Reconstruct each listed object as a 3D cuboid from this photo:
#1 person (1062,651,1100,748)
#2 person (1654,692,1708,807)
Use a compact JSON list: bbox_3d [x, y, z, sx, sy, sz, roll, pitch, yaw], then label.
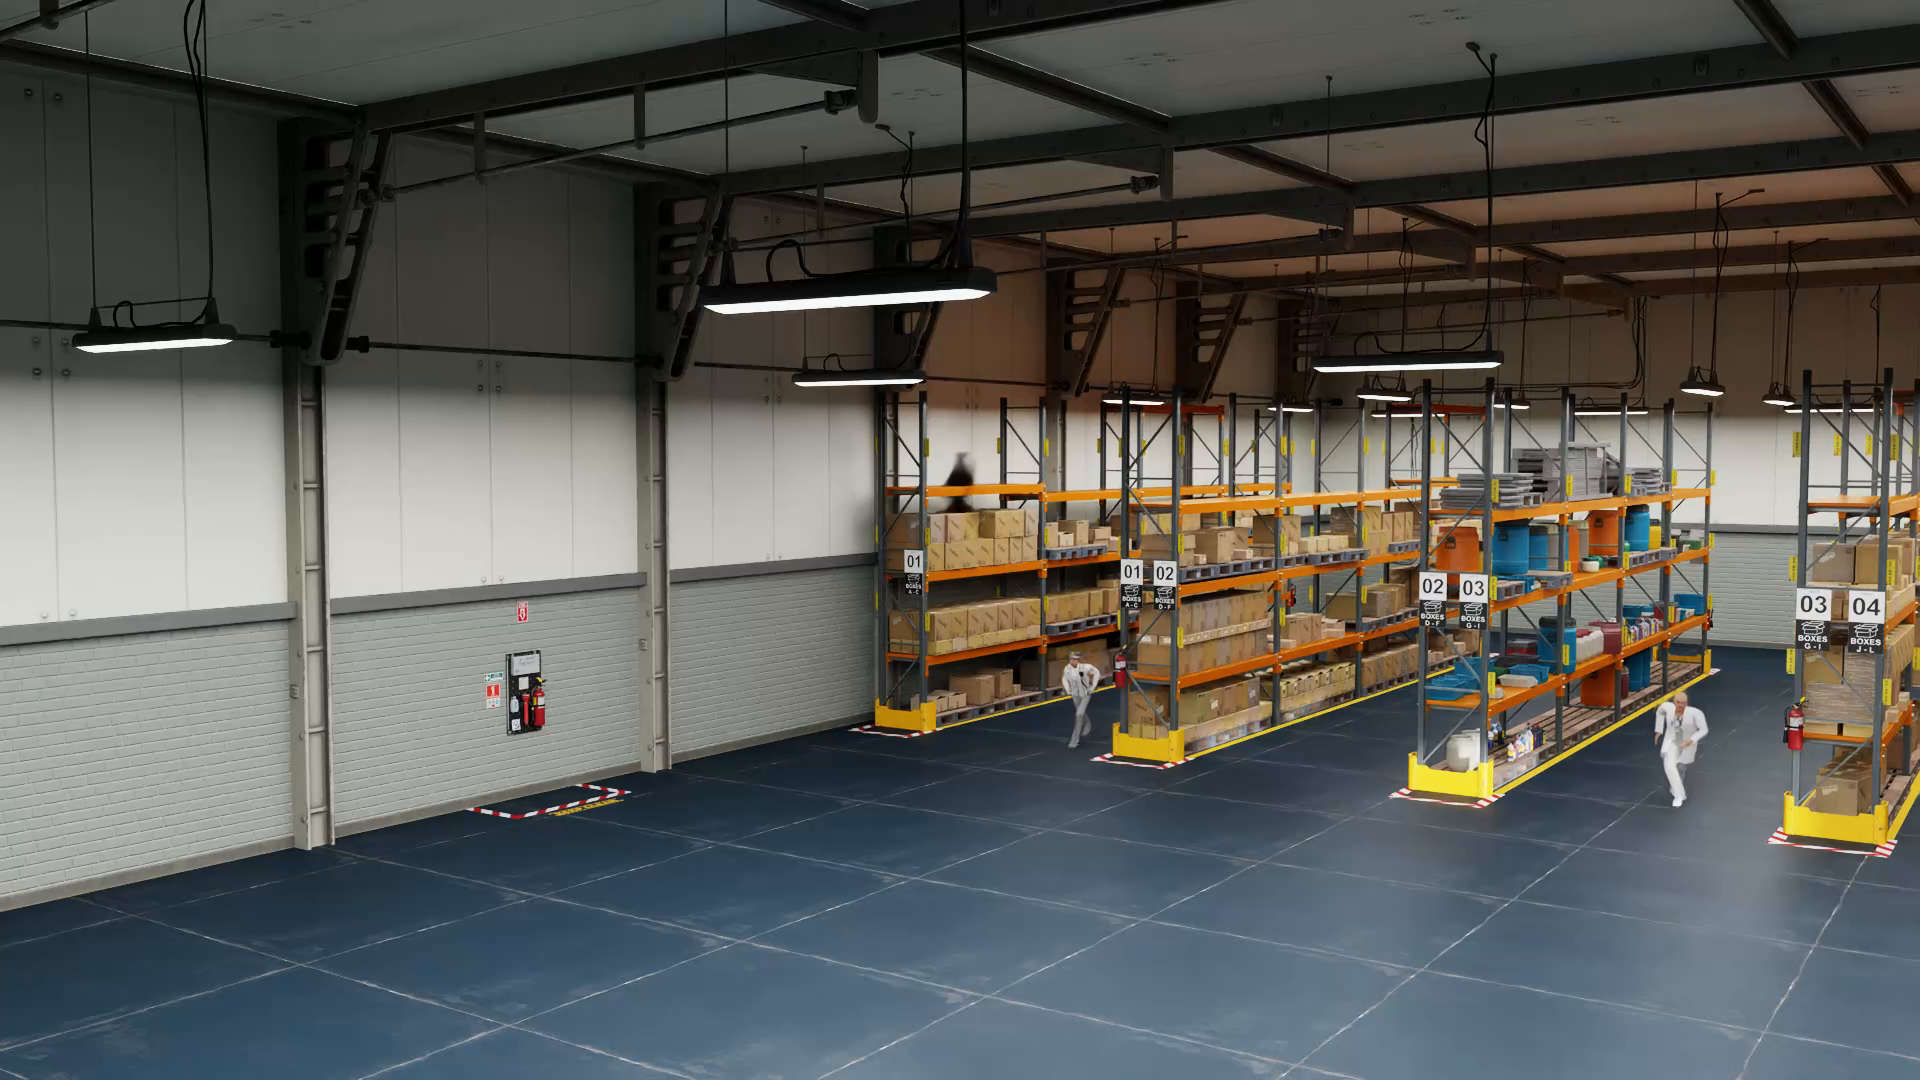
[{"bbox_3d":[2.073,2.655,28.158,0.659,1.640,0.983,1,3,20],"label":"person"},{"bbox_3d":[10.200,2.913,23.506,0.707,1.582,1.118,2,4,27],"label":"person"}]
